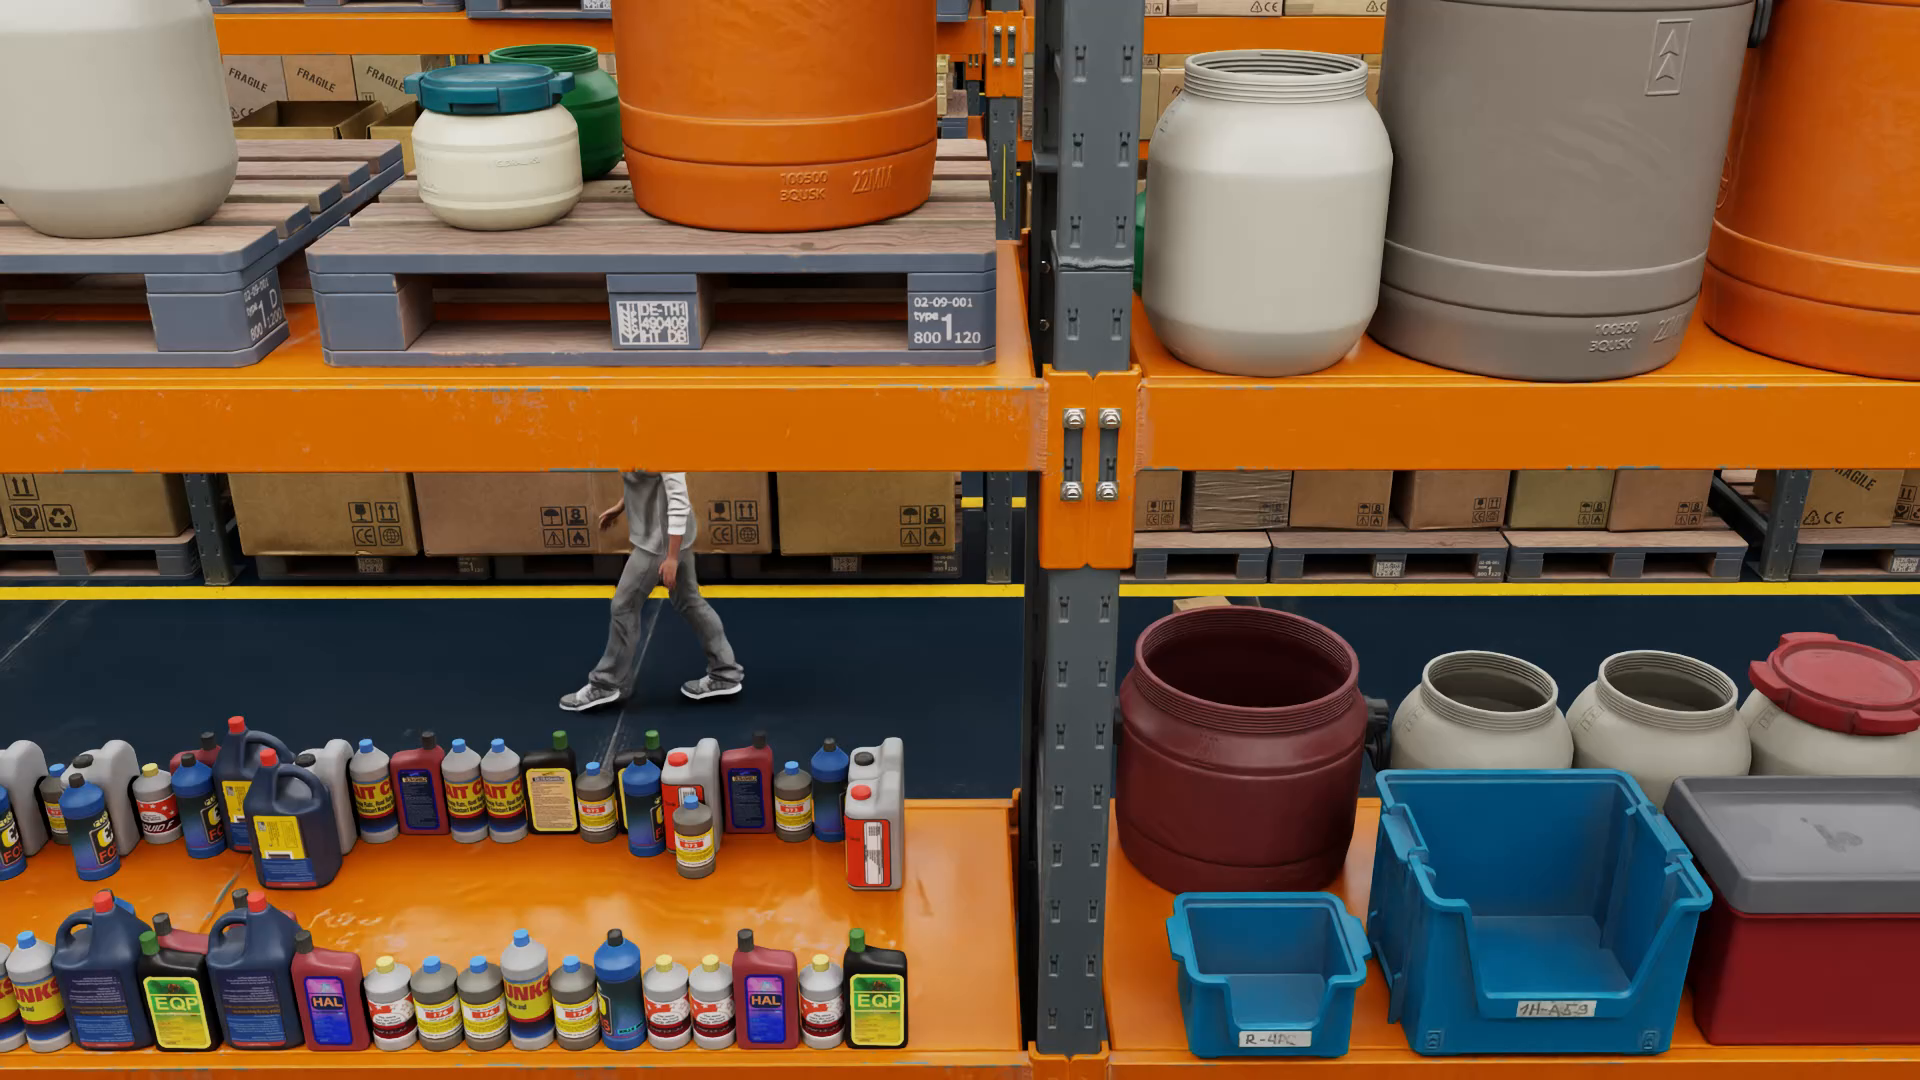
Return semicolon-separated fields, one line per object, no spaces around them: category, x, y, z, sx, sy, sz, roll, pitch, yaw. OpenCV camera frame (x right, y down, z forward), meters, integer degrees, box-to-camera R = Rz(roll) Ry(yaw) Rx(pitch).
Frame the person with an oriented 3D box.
person;-1.369;-0.006;7.116;0.814;1.564;0.519;-1;24;-2
